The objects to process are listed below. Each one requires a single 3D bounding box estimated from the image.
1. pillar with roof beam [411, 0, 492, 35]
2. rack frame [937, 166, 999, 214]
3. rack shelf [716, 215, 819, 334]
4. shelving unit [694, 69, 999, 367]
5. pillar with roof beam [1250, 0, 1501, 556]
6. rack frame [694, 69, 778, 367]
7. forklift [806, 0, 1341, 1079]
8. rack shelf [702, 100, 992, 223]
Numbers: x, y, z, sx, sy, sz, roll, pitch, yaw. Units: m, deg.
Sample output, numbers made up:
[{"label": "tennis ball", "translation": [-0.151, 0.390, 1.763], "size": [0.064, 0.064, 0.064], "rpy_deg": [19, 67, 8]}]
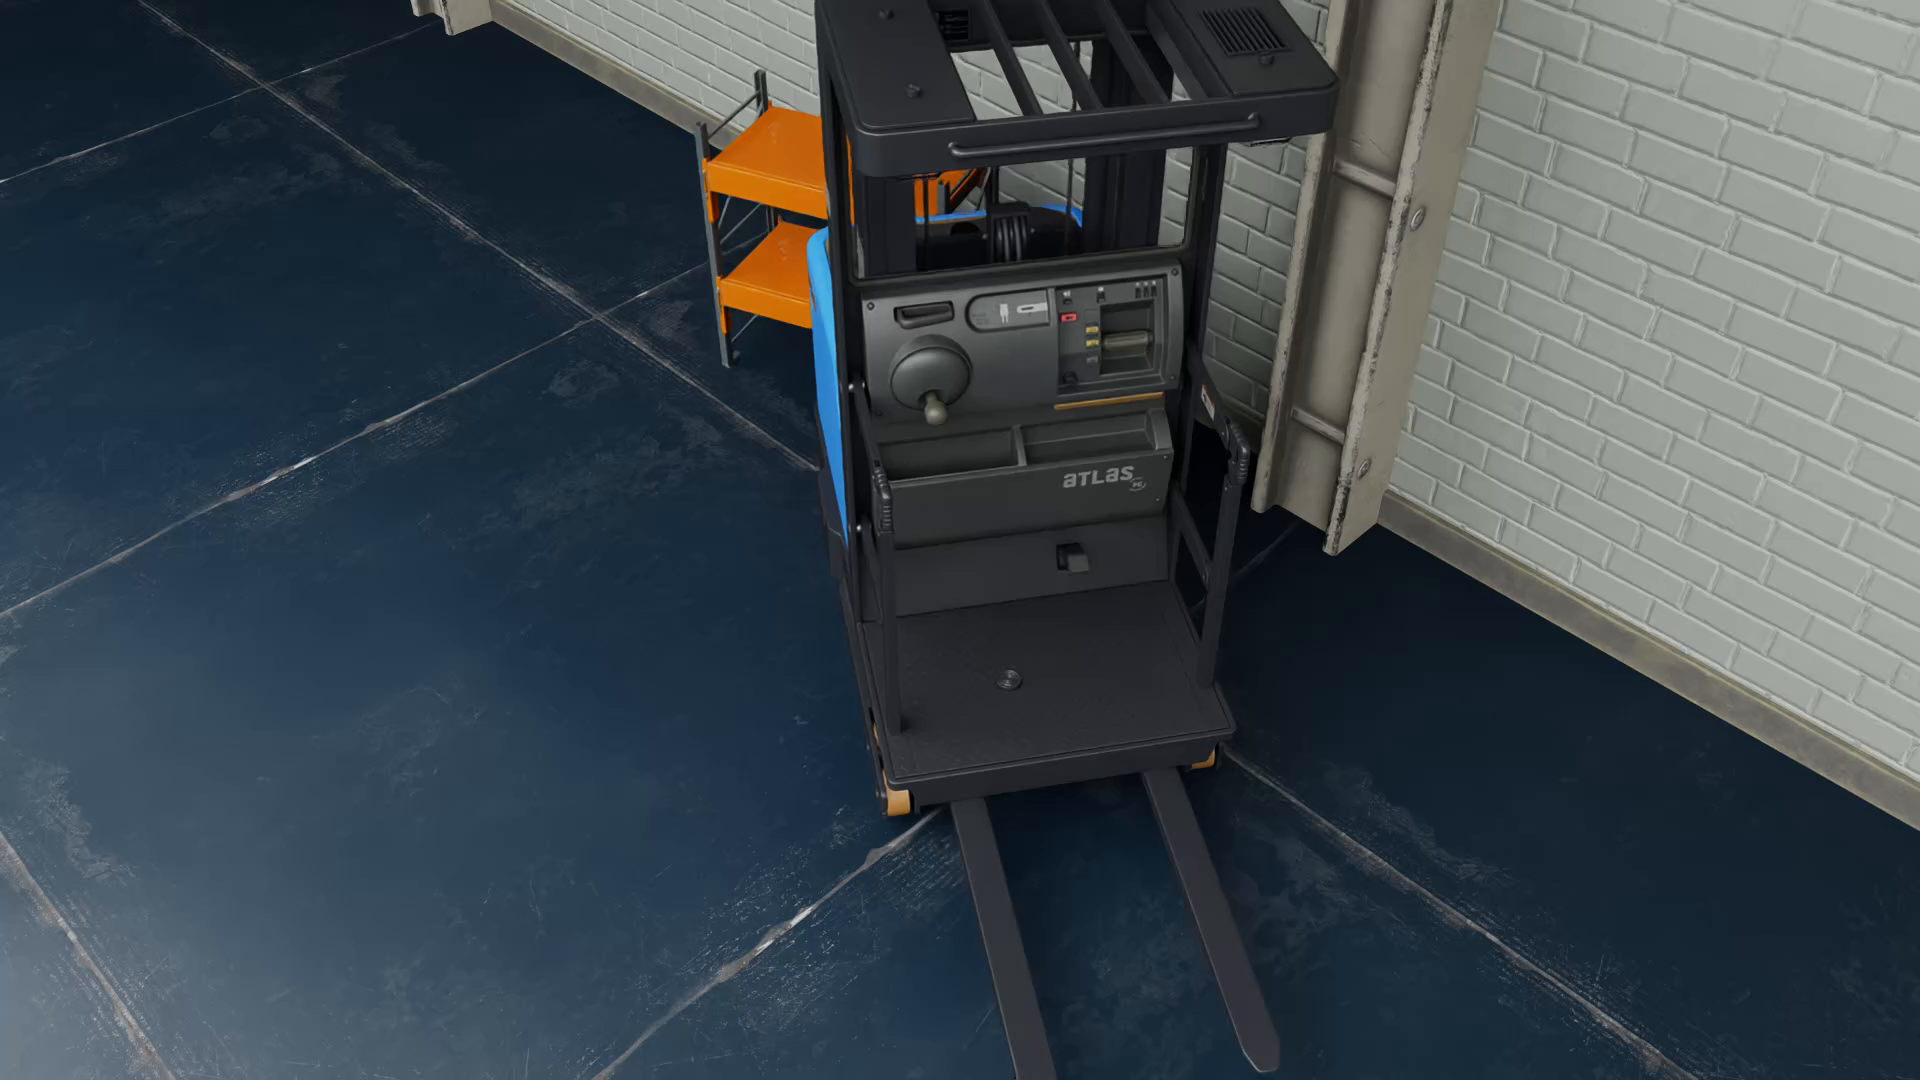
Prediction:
[{"label": "pillar with roof beam", "translation": [-5.926, -4.231, 4.198], "size": [9.100, 9.000, 0.400], "rpy_deg": [-34, 53, -31]}, {"label": "rack frame", "translation": [0.034, -1.018, 6.523], "size": [0.032, 1.125, 0.500], "rpy_deg": [17, 45, 18]}, {"label": "rack shelf", "translation": [-0.428, -0.981, 6.843], "size": [1.000, 0.278, 0.538], "rpy_deg": [17, 45, 18]}, {"label": "shelving unit", "translation": [-0.428, -1.161, 6.677], "size": [1.048, 1.125, 0.538], "rpy_deg": [17, 45, 18]}, {"label": "pillar with roof beam", "translation": [-1.689, -1.348, 1.078], "size": [9.100, 9.000, 0.400], "rpy_deg": [-34, 53, -31]}, {"label": "rack frame", "translation": [-0.891, -1.304, 6.832], "size": [0.032, 1.125, 0.500], "rpy_deg": [17, 45, 18]}, {"label": "forklift", "translation": [0.230, -0.475, 4.605], "size": [1.130, 2.935, 3.031], "rpy_deg": [-8, 43, -8]}, {"label": "rack shelf", "translation": [-0.428, -1.376, 6.479], "size": [1.000, 0.278, 0.538], "rpy_deg": [17, 45, 18]}]
